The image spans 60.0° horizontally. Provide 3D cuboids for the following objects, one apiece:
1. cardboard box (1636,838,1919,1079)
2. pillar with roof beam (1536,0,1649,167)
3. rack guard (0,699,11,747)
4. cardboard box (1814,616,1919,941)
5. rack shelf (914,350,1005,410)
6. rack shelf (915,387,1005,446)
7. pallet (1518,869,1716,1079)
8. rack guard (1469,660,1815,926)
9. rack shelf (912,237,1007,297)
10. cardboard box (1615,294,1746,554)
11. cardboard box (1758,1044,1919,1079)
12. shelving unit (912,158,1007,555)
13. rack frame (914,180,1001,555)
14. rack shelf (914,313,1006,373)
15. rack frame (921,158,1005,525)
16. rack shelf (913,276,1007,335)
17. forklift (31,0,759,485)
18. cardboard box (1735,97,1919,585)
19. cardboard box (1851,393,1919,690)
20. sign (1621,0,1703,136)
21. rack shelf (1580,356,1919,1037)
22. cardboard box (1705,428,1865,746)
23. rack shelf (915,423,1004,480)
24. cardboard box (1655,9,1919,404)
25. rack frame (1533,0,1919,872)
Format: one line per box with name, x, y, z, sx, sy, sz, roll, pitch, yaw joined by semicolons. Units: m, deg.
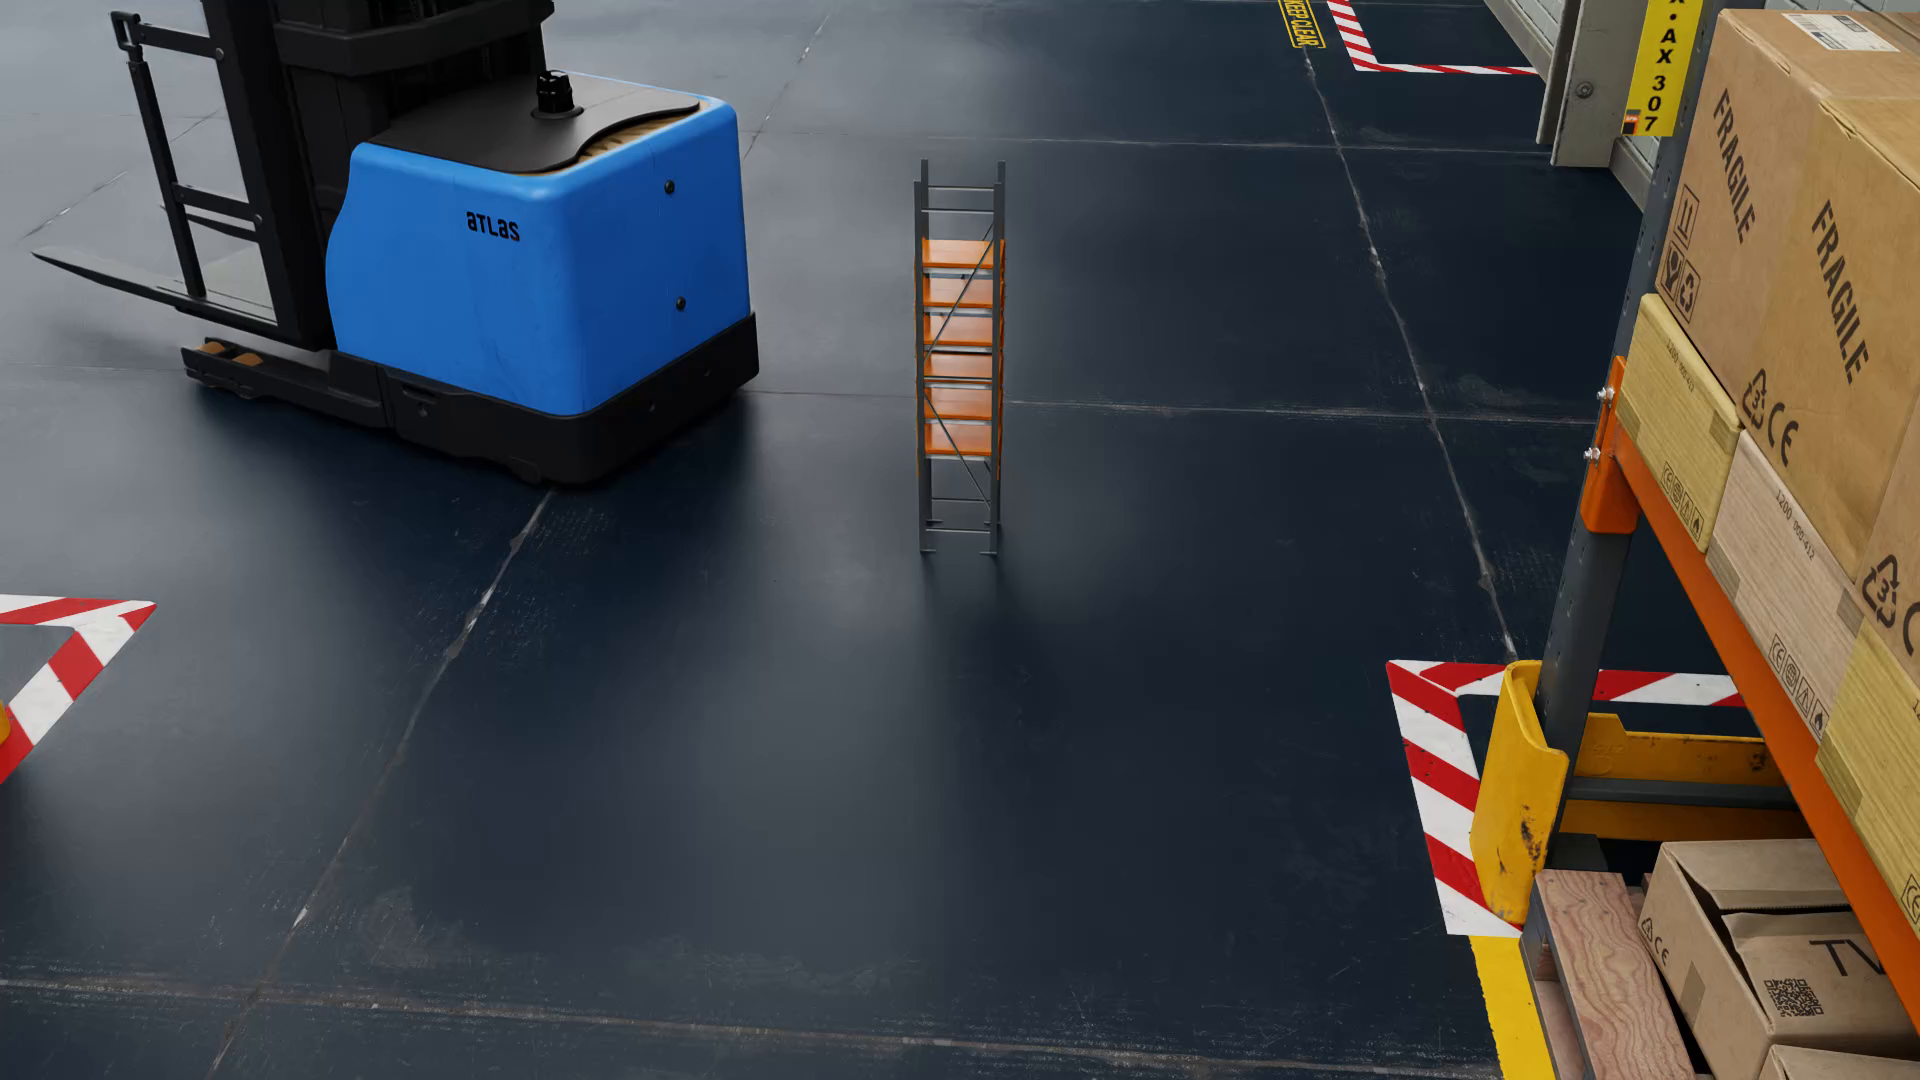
cardboard box;1.678;0.814;3.213;0.500;0.311;0.500;-1;32;-2
pillar with roof beam;-1.173;-5.973;6.365;9.100;9.000;0.400;2;32;4
rack guard;-3.112;0.341;4.220;1.175;0.500;0.348;2;32;4
cardboard box;1.392;0.334;1.972;0.500;0.250;0.500;2;32;3
rack shelf;0.001;-0.481;4.971;0.258;0.103;0.180;2;32;4
rack shelf;0.001;-0.378;5.034;0.258;0.103;0.180;2;32;4
pallet;1.716;1.149;3.184;1.003;0.211;1.213;2;32;4
rack guard;1.817;0.603;3.795;1.175;0.500;0.348;2;32;4
rack shelf;0.001;-0.787;4.782;0.258;0.103;0.180;2;32;4
cardboard box;1.467;-0.204;2.846;0.500;0.250;0.500;2;32;3
cardboard box;1.631;1.113;2.729;0.500;0.311;0.500;5;32;8
shelving unit;0.001;-0.518;4.947;0.258;1.200;0.189;2;32;4
rack frame;-0.006;-0.471;4.870;0.240;1.200;0.006;2;32;4
rack shelf;0.001;-0.583;4.908;0.258;0.103;0.180;2;32;4
rack frame;0.009;-0.566;5.025;0.240;1.200;0.006;2;32;4
rack shelf;0.001;-0.685;4.845;0.258;0.103;0.180;2;32;4
forklift;-2.275;-1.983;5.674;3.031;2.935;1.130;17;35;25
cardboard box;1.435;-0.270;2.238;0.500;0.500;0.500;3;32;4
cardboard box;1.387;0.000;1.800;0.500;0.500;0.500;1;32;2
sign;1.283;-0.892;3.014;0.100;0.325;0.005;2;32;4
rack shelf;1.661;0.851;1.695;1.077;0.370;4.000;2;32;4
cardboard box;1.439;0.068;2.404;0.500;0.250;0.500;2;32;2
rack shelf;0.001;-0.276;5.097;0.258;0.103;0.180;2;32;4
cardboard box;1.485;-0.528;2.657;0.500;0.500;0.500;2;32;4
rack frame;1.824;-0.501;3.204;1.000;3.000;0.127;2;32;4
